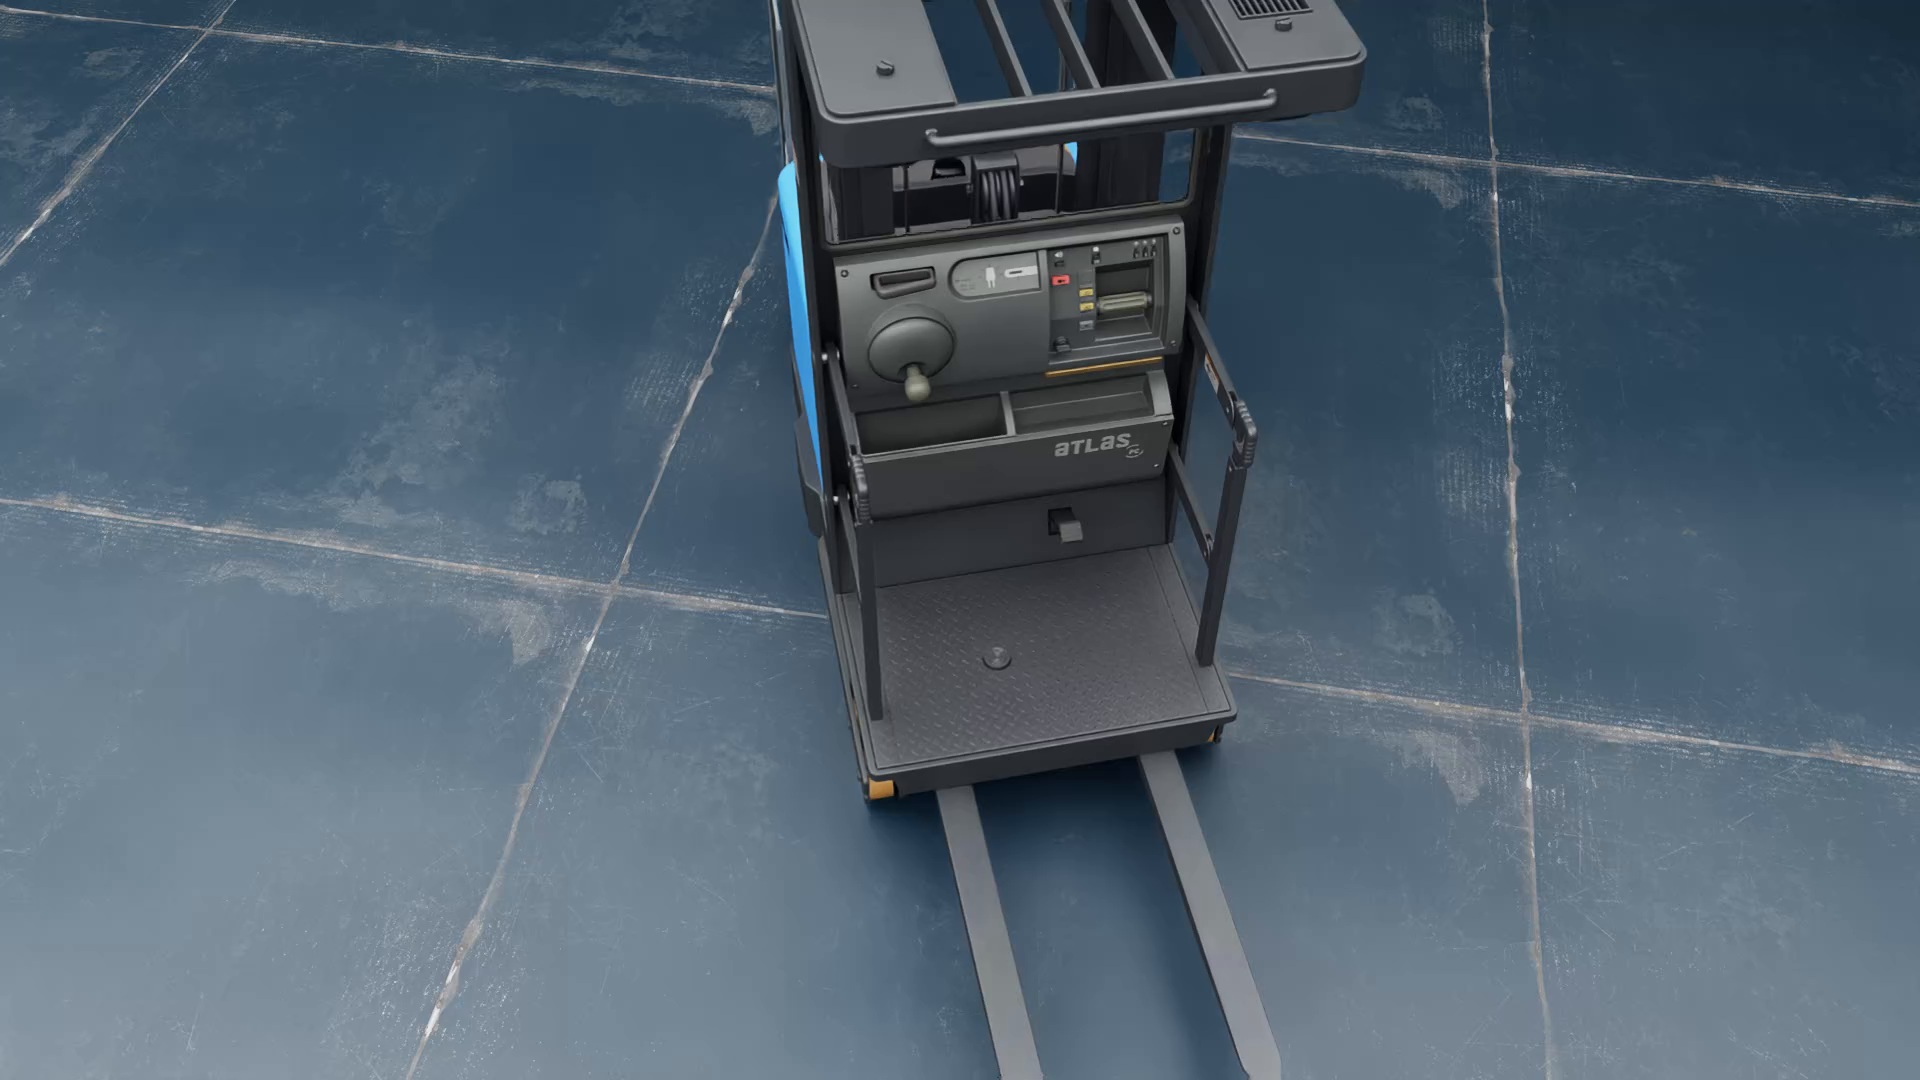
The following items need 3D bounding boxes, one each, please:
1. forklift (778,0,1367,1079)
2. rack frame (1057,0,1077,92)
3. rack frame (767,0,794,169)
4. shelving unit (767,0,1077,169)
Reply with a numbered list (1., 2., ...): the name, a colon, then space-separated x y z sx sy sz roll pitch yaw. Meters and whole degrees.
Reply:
1. forklift: 0.186 -0.504 4.233 1.130 2.935 3.031 -9 49 -8
2. rack frame: 0.409 -1.388 5.989 0.032 1.500 0.500 -7 48 -6
3. rack frame: -0.594 -1.264 5.877 0.032 1.500 0.500 -7 48 -6
4. shelving unit: -0.093 -1.326 5.933 1.048 1.500 0.538 -7 48 -6
